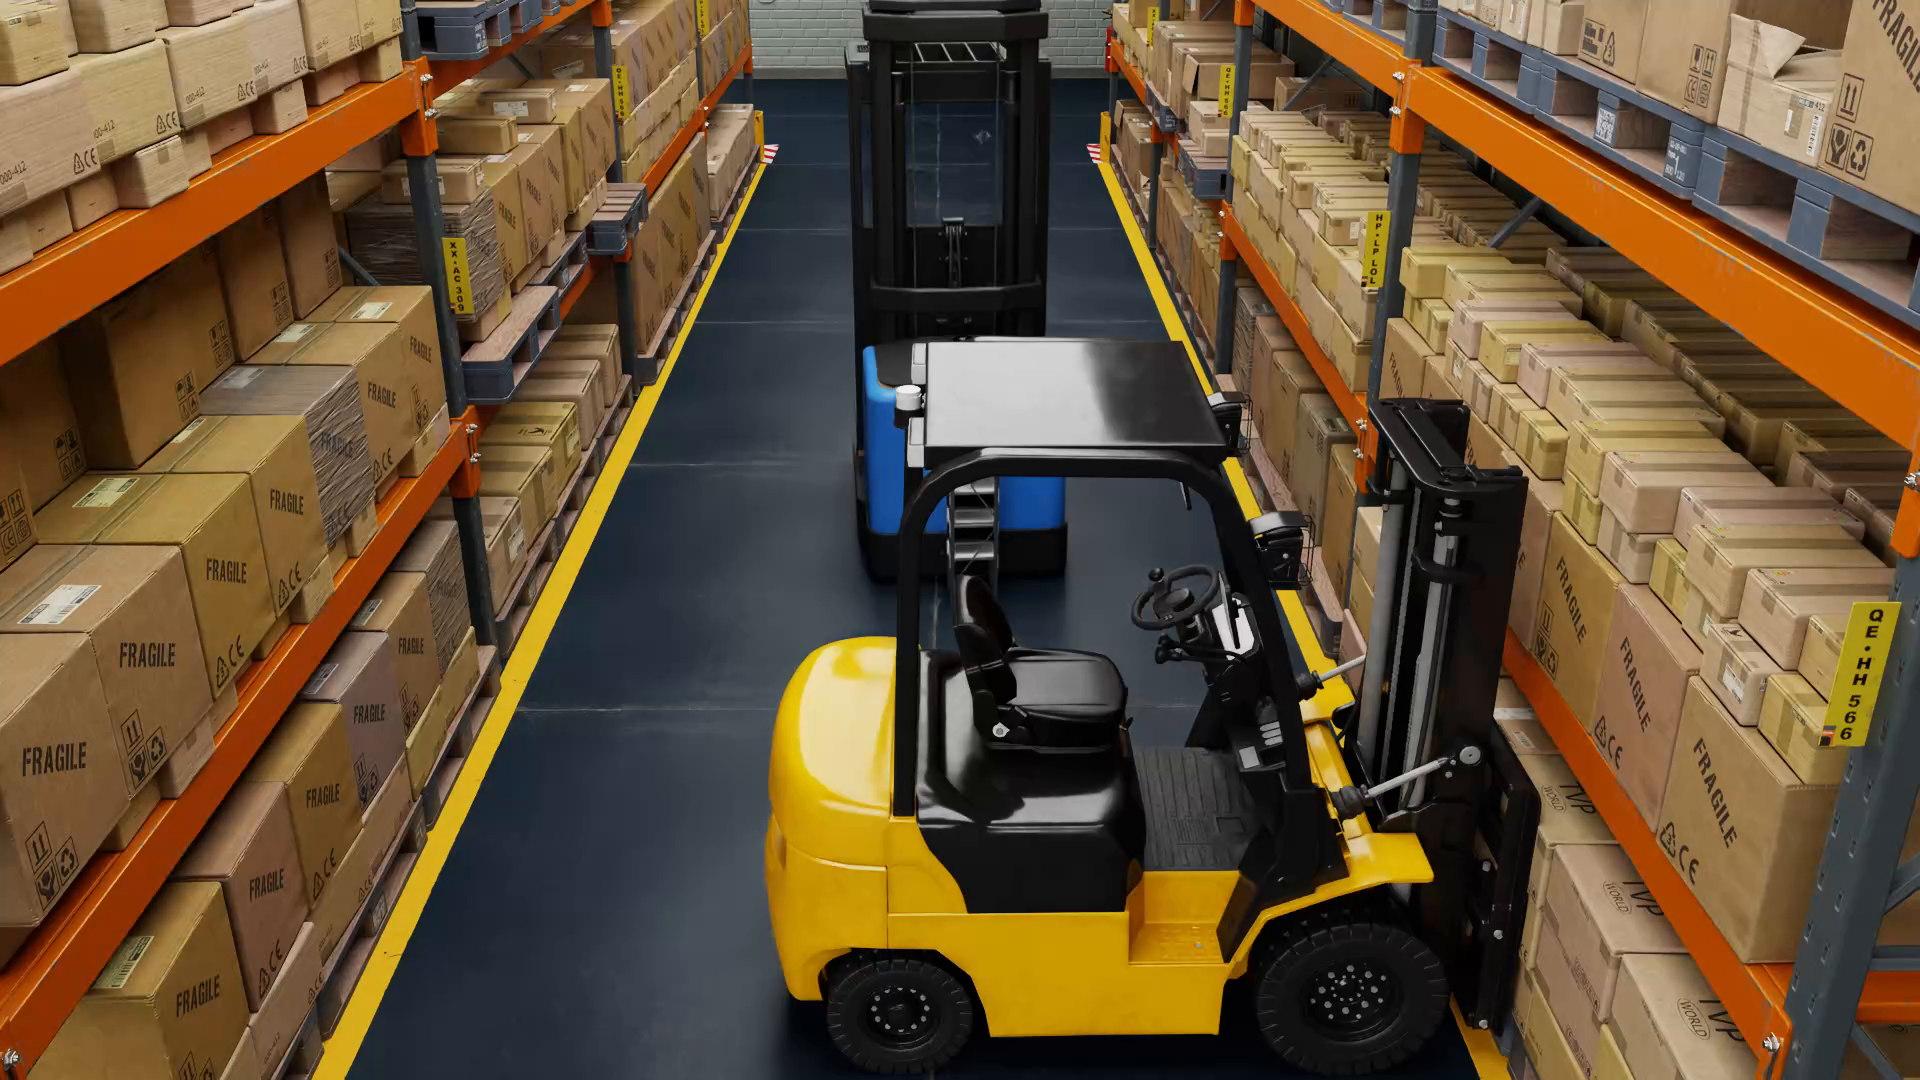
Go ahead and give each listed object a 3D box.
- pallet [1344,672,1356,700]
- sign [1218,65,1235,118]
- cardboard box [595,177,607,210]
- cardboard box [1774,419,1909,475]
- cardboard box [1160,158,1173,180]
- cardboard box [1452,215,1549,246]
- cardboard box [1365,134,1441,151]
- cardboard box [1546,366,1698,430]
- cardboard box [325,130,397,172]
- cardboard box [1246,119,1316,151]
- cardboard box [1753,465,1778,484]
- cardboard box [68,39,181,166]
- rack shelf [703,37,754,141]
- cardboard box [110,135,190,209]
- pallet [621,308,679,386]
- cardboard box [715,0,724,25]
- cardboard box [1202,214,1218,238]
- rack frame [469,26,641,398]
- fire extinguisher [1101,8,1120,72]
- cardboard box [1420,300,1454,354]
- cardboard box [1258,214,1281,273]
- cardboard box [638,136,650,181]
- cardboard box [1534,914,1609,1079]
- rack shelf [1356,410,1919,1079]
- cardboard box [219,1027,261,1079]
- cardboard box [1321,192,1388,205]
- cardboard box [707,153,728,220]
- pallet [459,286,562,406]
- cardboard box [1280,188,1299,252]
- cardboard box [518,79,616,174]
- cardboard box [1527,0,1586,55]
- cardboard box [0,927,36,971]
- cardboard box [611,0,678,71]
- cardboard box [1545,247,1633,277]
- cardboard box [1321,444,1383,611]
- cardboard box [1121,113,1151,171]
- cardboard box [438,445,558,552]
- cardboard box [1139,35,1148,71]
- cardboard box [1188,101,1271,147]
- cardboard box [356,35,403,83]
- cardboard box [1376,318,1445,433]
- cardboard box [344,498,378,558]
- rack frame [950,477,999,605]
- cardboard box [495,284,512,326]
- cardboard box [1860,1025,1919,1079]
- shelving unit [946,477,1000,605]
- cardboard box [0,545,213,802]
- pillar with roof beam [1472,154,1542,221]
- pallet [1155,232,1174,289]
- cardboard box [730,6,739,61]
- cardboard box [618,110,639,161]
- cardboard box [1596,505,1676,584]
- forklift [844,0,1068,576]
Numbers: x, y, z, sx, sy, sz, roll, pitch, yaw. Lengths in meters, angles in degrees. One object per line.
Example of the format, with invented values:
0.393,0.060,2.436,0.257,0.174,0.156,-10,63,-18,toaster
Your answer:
2.264,0.860,7.093,1.003,0.211,1.213,0,24,-1,pallet
1.711,-2.872,10.652,0.100,0.325,0.005,0,24,-1,sign
-2.349,-2.092,10.031,0.380,0.149,0.250,0,24,-1,cardboard box
2.644,-0.242,4.876,0.380,0.149,0.250,-1,24,-2,cardboard box
1.947,-3.234,14.498,0.380,0.149,0.250,1,24,2,cardboard box
2.555,-1.439,7.884,0.380,0.149,0.250,0,24,-1,cardboard box
2.588,-2.280,9.742,0.380,0.149,0.250,-1,24,-2,cardboard box
2.117,-0.450,5.335,0.380,0.149,0.250,0,24,0,cardboard box
-2.918,-1.856,7.935,0.380,0.149,0.250,-1,24,-2,cardboard box
1.966,-2.486,10.197,0.380,0.149,0.250,0,24,1,cardboard box
2.602,-0.204,5.153,0.380,0.149,0.250,0,24,-1,cardboard box
-2.388,-1.129,4.288,0.500,0.250,0.500,0,24,1,cardboard box
-2.776,-4.508,16.450,1.077,0.370,4.000,0,24,-1,rack shelf
-2.320,-0.990,4.463,0.380,0.149,0.250,0,24,0,cardboard box
-2.643,-1.418,12.129,1.003,0.211,1.213,0,24,-1,pallet
-2.510,-5.129,15.616,0.500,0.500,0.500,0,24,0,cardboard box
2.041,-2.370,12.587,0.380,0.149,0.250,-1,24,-1,cardboard box
-2.710,-2.363,10.835,1.000,3.000,0.127,0,24,-1,rack frame
1.702,-5.537,18.399,0.296,0.674,0.183,0,24,-1,fire extinguisher
2.042,-0.841,6.560,0.380,0.149,0.250,0,24,1,cardboard box
2.027,-1.715,9.585,0.500,0.250,0.500,-1,24,-2,cardboard box
-2.487,-2.709,11.782,0.500,0.250,0.500,-1,24,-2,cardboard box
2.028,1.337,4.874,0.500,0.250,0.500,0,24,-1,cardboard box
2.319,0.413,5.570,1.077,0.370,4.000,0,24,-1,rack shelf
-2.355,1.661,4.764,0.500,0.250,0.500,0,24,-1,cardboard box
2.024,-1.643,8.334,0.380,0.149,0.250,-1,24,-2,cardboard box
-2.653,-3.295,15.494,0.875,0.438,0.875,-1,24,-1,cardboard box
-2.529,-0.943,7.928,1.003,0.211,1.213,0,24,-1,pallet
2.036,-1.730,9.011,0.500,0.250,0.500,0,24,0,cardboard box
-2.427,-2.550,10.255,0.500,0.500,0.500,-1,24,-2,cardboard box
2.009,-1.668,5.191,0.396,0.266,0.258,-1,24,-2,cardboard box
-2.420,0.907,3.910,0.380,0.149,0.250,0,24,0,cardboard box
-2.499,-3.907,12.915,0.500,0.500,0.500,0,24,1,cardboard box
2.602,-1.085,6.740,0.380,0.149,0.250,0,24,0,cardboard box
2.280,-0.063,8.122,0.875,0.625,0.625,1,24,2,cardboard box
2.048,-4.131,17.268,0.700,0.500,0.500,1,24,2,cardboard box
-2.686,-0.221,8.779,0.950,0.372,0.625,1,24,3,cardboard box
1.940,-4.518,15.420,0.500,0.250,0.500,0,24,0,cardboard box
1.918,-2.943,11.790,0.500,0.250,0.500,-1,24,-3,cardboard box
-2.358,-1.838,6.340,0.380,0.149,0.250,0,24,0,cardboard box
2.041,-0.600,6.816,0.500,0.500,0.500,-1,24,-2,cardboard box
-2.344,-0.051,6.027,0.380,0.149,0.250,-1,24,-1,cardboard box
0.072,-0.081,8.337,0.240,0.900,0.006,-2,24,-4,rack frame
-2.351,-1.124,7.890,0.380,0.149,0.250,0,24,1,cardboard box
2.524,1.316,4.313,0.500,0.250,0.500,-1,24,-1,cardboard box
0.064,-0.123,8.430,0.258,0.900,0.210,-2,24,-4,shelving unit
-2.360,0.342,4.371,0.500,0.500,0.500,0,24,1,cardboard box
-1.136,-4.568,8.430,9.100,9.000,0.400,0,24,-1,pillar with roof beam
2.256,-2.430,14.366,1.003,0.211,1.213,0,24,-1,pallet
-2.522,-5.089,16.740,0.500,0.500,0.500,0,24,1,cardboard box
-2.469,-2.733,11.227,0.500,0.250,0.500,0,24,-1,cardboard box
2.041,0.002,4.696,0.380,0.149,0.250,-1,24,-2,cardboard box
-0.078,-1.716,9.487,1.130,2.935,3.031,-2,24,-4,forklift
